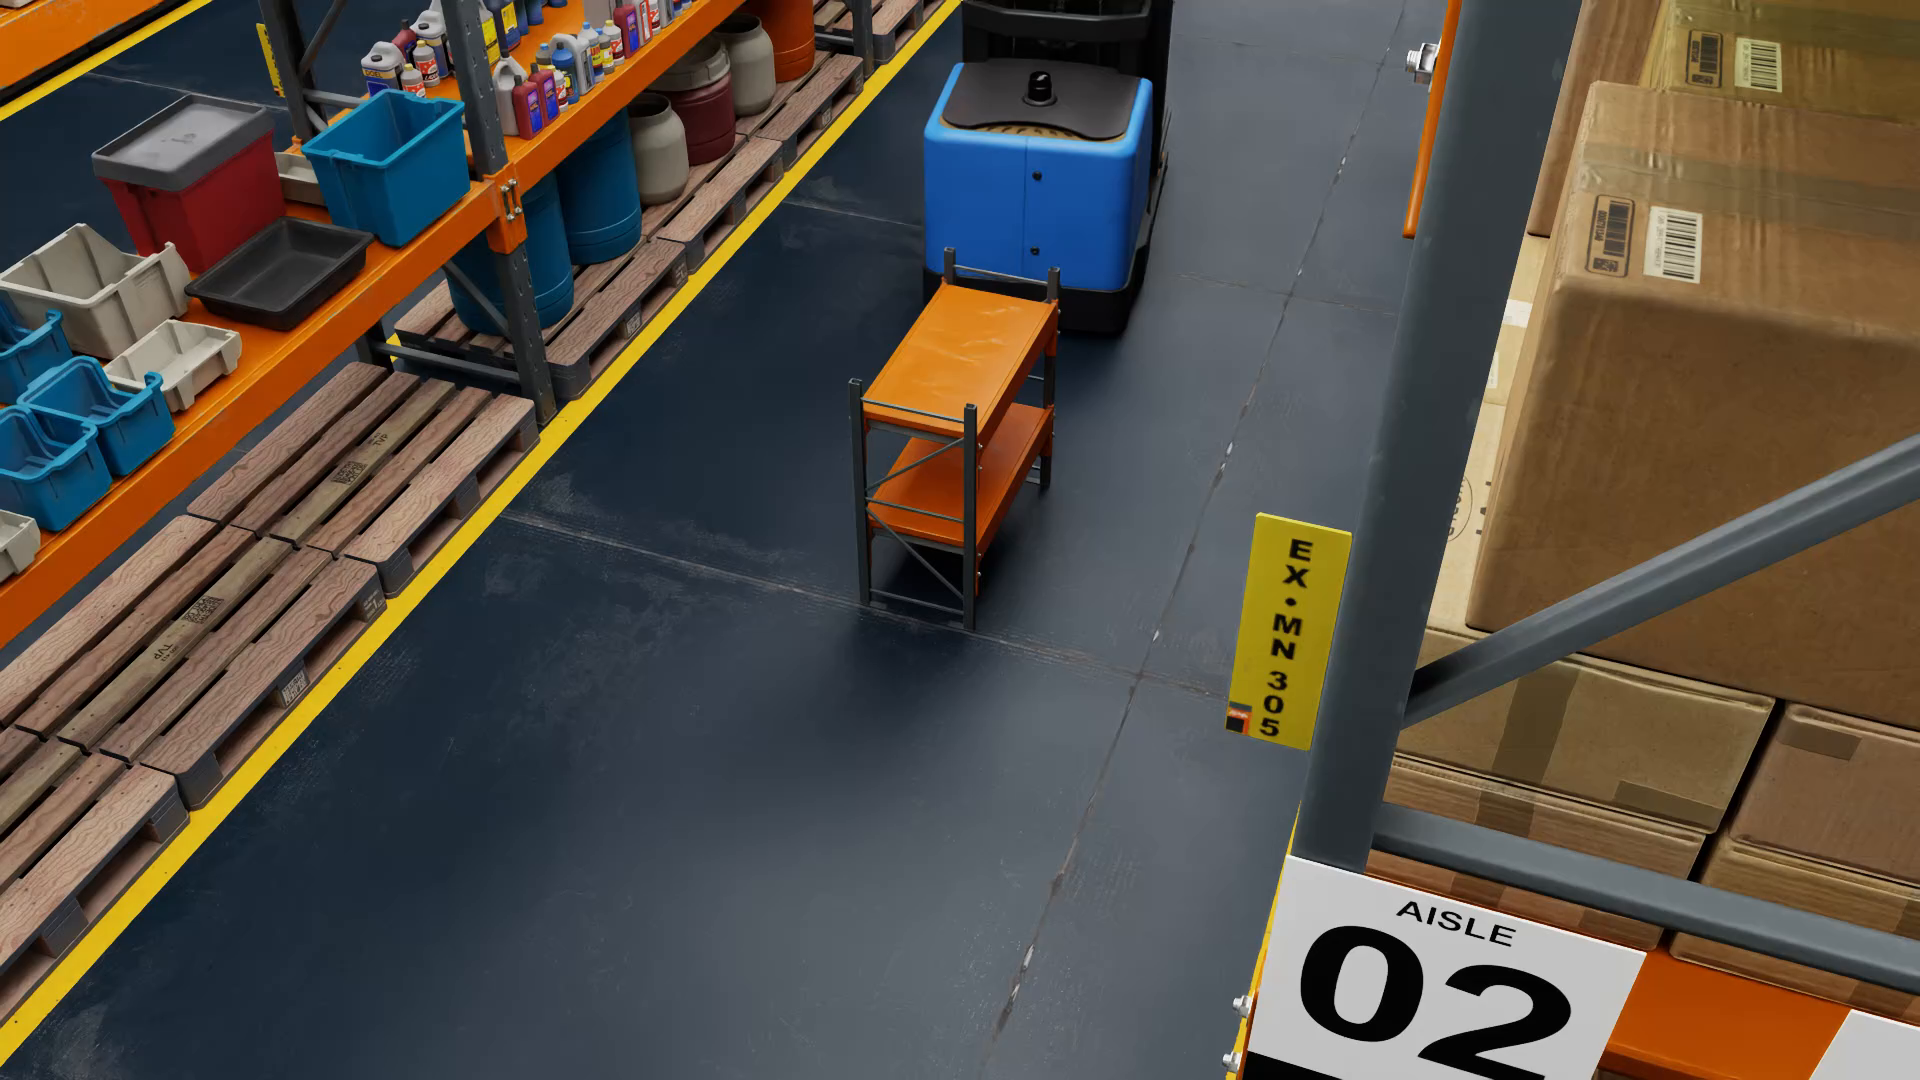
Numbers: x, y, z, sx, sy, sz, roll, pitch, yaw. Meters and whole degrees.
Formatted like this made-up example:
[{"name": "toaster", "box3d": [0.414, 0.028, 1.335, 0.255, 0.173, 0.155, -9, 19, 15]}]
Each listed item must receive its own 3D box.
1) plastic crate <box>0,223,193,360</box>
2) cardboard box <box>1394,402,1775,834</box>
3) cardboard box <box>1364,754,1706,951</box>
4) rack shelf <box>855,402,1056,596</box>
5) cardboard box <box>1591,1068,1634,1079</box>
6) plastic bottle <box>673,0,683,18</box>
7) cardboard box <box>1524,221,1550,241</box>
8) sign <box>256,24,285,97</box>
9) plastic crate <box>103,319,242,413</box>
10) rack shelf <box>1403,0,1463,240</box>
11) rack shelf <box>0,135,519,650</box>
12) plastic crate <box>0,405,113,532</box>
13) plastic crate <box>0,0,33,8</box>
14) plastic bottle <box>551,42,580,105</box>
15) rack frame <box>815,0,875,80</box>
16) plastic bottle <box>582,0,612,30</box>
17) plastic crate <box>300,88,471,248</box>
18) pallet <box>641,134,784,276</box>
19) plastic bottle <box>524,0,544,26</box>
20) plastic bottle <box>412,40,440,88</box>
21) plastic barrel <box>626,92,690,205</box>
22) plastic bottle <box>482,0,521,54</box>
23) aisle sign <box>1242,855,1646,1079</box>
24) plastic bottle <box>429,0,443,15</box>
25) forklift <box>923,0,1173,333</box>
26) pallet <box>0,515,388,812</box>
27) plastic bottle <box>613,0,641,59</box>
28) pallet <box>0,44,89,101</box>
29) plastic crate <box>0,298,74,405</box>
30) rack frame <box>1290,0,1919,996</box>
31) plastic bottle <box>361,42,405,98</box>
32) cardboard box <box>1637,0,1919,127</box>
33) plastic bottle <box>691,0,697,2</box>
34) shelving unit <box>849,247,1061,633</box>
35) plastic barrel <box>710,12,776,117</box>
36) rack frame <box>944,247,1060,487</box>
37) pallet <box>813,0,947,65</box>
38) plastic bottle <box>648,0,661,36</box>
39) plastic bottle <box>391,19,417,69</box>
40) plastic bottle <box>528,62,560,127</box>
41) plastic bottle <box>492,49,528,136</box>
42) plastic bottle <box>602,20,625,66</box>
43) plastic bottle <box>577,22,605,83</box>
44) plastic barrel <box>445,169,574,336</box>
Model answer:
[{"name": "plastic crate", "box3d": [-3.111, -0.908, 6.049, 0.437, 0.282, 0.530, 13, 42, 15]}, {"name": "cardboard box", "box3d": [0.806, 0.076, 2.269, 0.500, 0.250, 0.500, 13, 42, 15]}, {"name": "cardboard box", "box3d": [0.798, 0.264, 2.433, 0.500, 0.250, 0.500, 13, 42, 15]}, {"name": "rack shelf", "box3d": [-0.002, -0.238, 7.039, 0.538, 0.278, 1.000, 13, 42, 15]}, {"name": "cardboard box", "box3d": [1.270, 1.090, 2.814, 0.500, 0.500, 0.500, 15, 43, 16]}, {"name": "plastic bottle", "box3d": [-1.438, -2.741, 8.250, 0.097, 0.271, 0.097, 0, 40, 0]}, {"name": "cardboard box", "box3d": [1.151, -0.533, 2.983, 0.500, 0.250, 0.500, 13, 42, 15]}, {"name": "sign", "box3d": [-2.932, -2.049, 7.128, 0.100, 0.325, 0.005, 13, 42, 15]}, {"name": "plastic crate", "box3d": [-2.728, -0.615, 5.816, 0.293, 0.136, 0.466, 13, 42, 15]}, {"name": "rack shelf", "box3d": [1.554, -1.507, 2.640, 1.077, 0.370, 4.000, 13, 42, 15]}, {"name": "rack shelf", "box3d": [-3.099, -0.327, 5.877, 1.077, 0.370, 4.000, 13, 42, 15]}, {"name": "plastic crate", "box3d": [-2.939, -0.221, 5.281, 0.416, 0.233, 0.300, 13, 42, 15]}, {"name": "plastic crate", "box3d": [-2.735, -1.761, 4.783, 0.437, 0.282, 0.530, 13, 42, 15]}, {"name": "plastic bottle", "box3d": [-1.788, -2.116, 7.518, 0.097, 0.271, 0.097, 0, 40, 0]}, {"name": "rack frame", "box3d": [-1.048, -4.261, 9.933, 1.000, 3.000, 0.127, 13, 42, 15]}, {"name": "plastic bottle", "box3d": [-1.726, -2.570, 8.047, 0.152, 0.276, 0.135, 13, 42, 15]}, {"name": "plastic crate", "box3d": [-2.255, -1.477, 6.636, 0.392, 0.384, 0.575, 13, 42, 15]}, {"name": "pallet", "box3d": [-1.697, -1.968, 9.394, 1.003, 0.211, 1.213, 13, 42, 15]}, {"name": "plastic bottle", "box3d": [-2.118, -2.680, 8.180, 0.097, 0.271, 0.097, 0, 40, 0]}, {"name": "plastic bottle", "box3d": [-2.468, -2.202, 7.673, 0.097, 0.201, 0.097, 0, 40, 0]}, {"name": "plastic barrel", "box3d": [-1.694, -2.119, 9.016, 0.421, 0.512, 0.421, 0, 40, 0]}, {"name": "plastic bottle", "box3d": [-2.210, -2.516, 7.926, 0.144, 0.351, 0.185, 13, 42, 15]}, {"name": "aisle sign", "box3d": [0.559, 0.705, 2.110, 0.394, 0.787, 0.004, 13, 42, 15]}, {"name": "plastic bottle", "box3d": [-2.409, -2.435, 7.831, 0.144, 0.351, 0.185, 13, 42, 15]}, {"name": "forklift", "box3d": [0.603, -3.120, 8.648, 1.130, 2.935, 3.031, 7, 41, 9]}, {"name": "pallet", "box3d": [-3.046, 0.444, 6.567, 1.003, 0.211, 1.213, 13, 42, 15]}, {"name": "plastic bottle", "box3d": [-1.586, -2.447, 7.897, 0.061, 0.283, 0.133, 13, 42, 15]}, {"name": "pallet", "box3d": [-6.461, -3.093, 10.713, 1.003, 0.211, 1.213, 13, 42, 15]}, {"name": "plastic crate", "box3d": [-3.322, -0.650, 5.783, 0.416, 0.233, 0.300, 13, 42, 15]}, {"name": "rack frame", "box3d": [0.870, -0.562, 0.975, 1.000, 3.000, 0.127, 13, 42, 15]}, {"name": "plastic bottle", "box3d": [-2.585, -2.086, 7.479, 0.152, 0.276, 0.135, 13, 42, 15]}, {"name": "cardboard box", "box3d": [1.281, -0.442, 2.299, 0.700, 0.500, 0.500, 13, 42, 15]}, {"name": "plastic bottle", "box3d": [-1.378, -2.921, 8.401, 0.144, 0.351, 0.185, 13, 42, 15]}, {"name": "shelving unit", "box3d": [-0.002, -0.424, 6.880, 0.538, 1.125, 1.048, 13, 42, 15]}, {"name": "plastic barrel", "box3d": [-1.308, -2.808, 9.823, 0.421, 0.512, 0.421, 0, 40, 0]}, {"name": "rack frame", "box3d": [0.172, -0.734, 7.243, 0.500, 1.125, 0.032, 13, 42, 15]}, {"name": "pallet", "box3d": [-0.746, -3.664, 11.382, 1.003, 0.211, 1.213, 13, 42, 15]}, {"name": "plastic bottle", "box3d": [-1.517, -2.573, 8.107, 0.097, 0.201, 0.097, 0, 40, 0]}, {"name": "plastic bottle", "box3d": [-2.548, -2.240, 7.654, 0.061, 0.283, 0.133, 13, 42, 15]}, {"name": "plastic bottle", "box3d": [-1.844, -1.987, 7.358, 0.061, 0.283, 0.133, 13, 42, 15]}, {"name": "plastic bottle", "box3d": [-1.977, -1.970, 7.285, 0.144, 0.351, 0.185, 13, 42, 15]}, {"name": "plastic bottle", "box3d": [-1.642, -2.350, 7.846, 0.097, 0.201, 0.097, 0, 40, 0]}, {"name": "plastic bottle", "box3d": [-1.709, -2.258, 7.684, 0.097, 0.271, 0.097, 0, 40, 0]}, {"name": "plastic barrel", "box3d": [-2.213, -1.510, 8.003, 0.600, 0.901, 0.708, 13, 42, 15]}]
